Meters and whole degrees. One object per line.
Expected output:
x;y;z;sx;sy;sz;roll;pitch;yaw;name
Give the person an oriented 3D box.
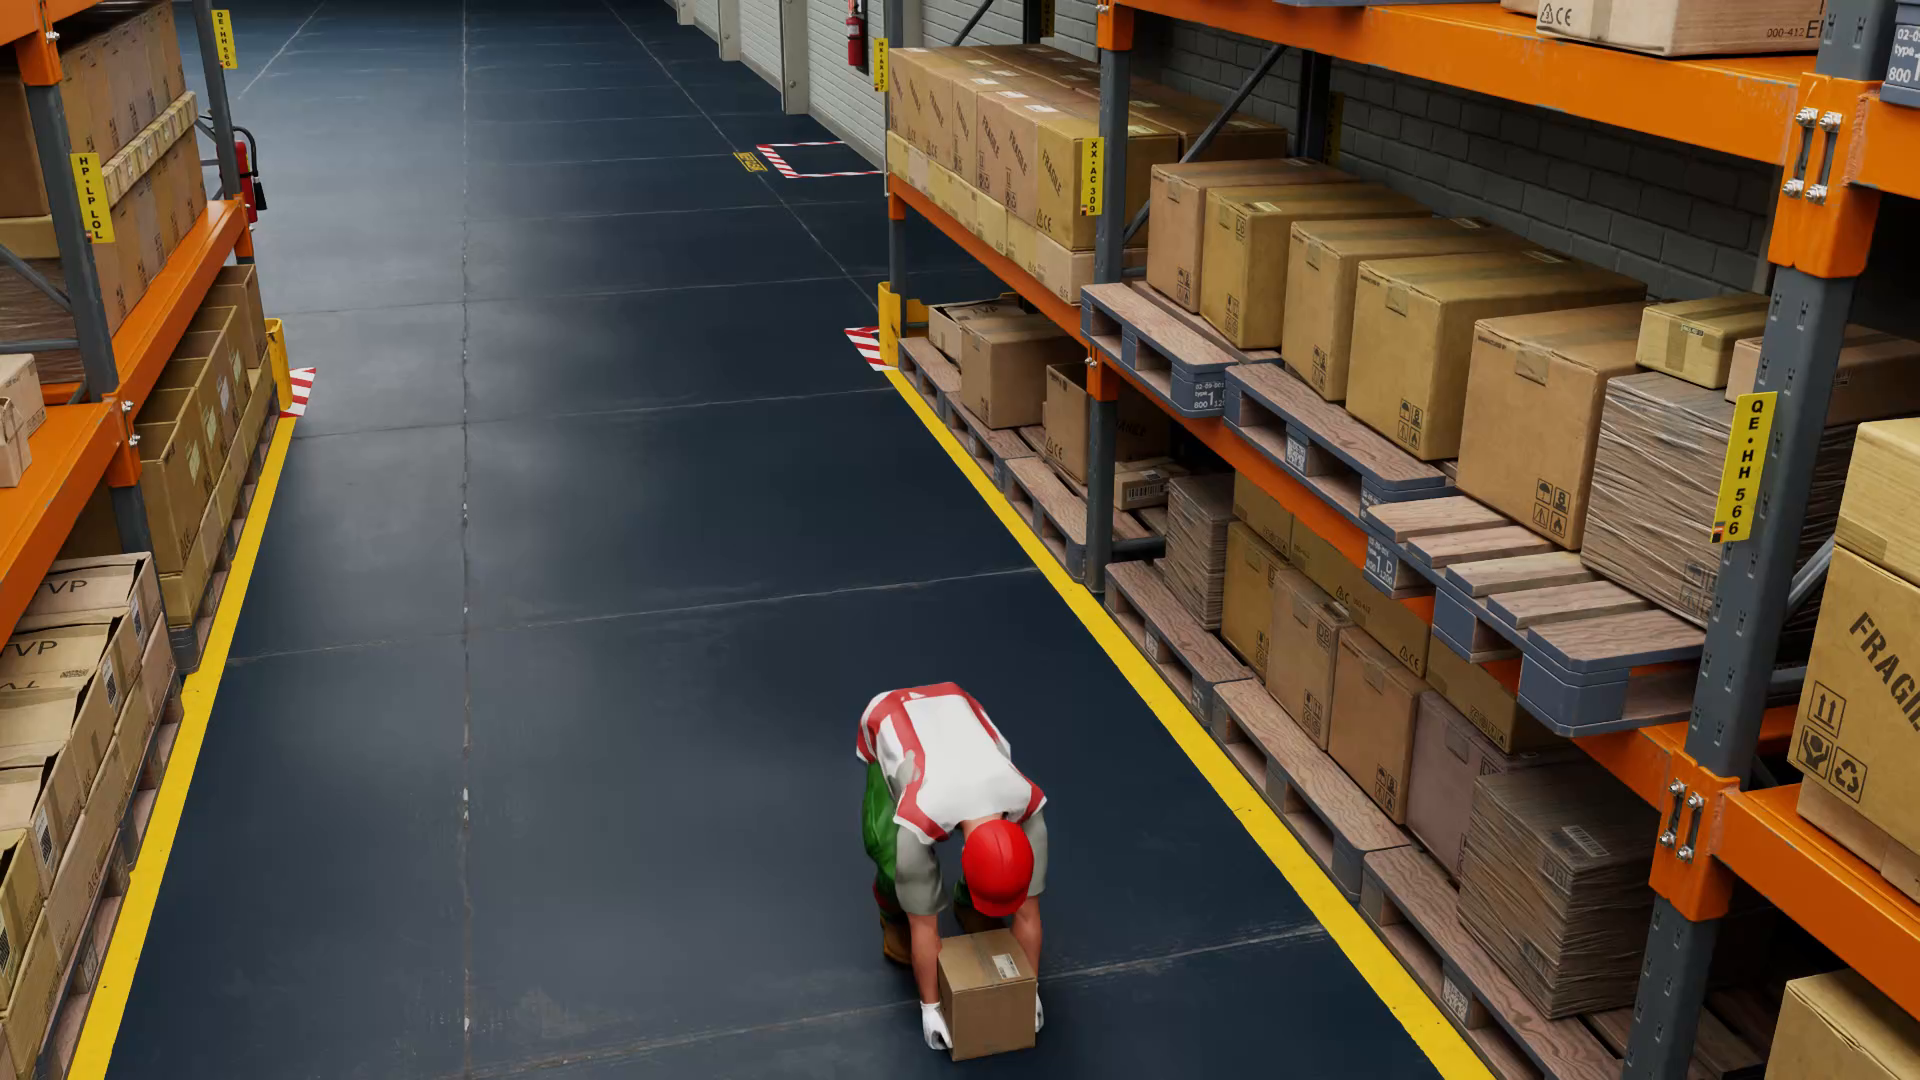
-0.011;0.954;5.039;0.533;0.869;0.965;-7;24;-16;person
